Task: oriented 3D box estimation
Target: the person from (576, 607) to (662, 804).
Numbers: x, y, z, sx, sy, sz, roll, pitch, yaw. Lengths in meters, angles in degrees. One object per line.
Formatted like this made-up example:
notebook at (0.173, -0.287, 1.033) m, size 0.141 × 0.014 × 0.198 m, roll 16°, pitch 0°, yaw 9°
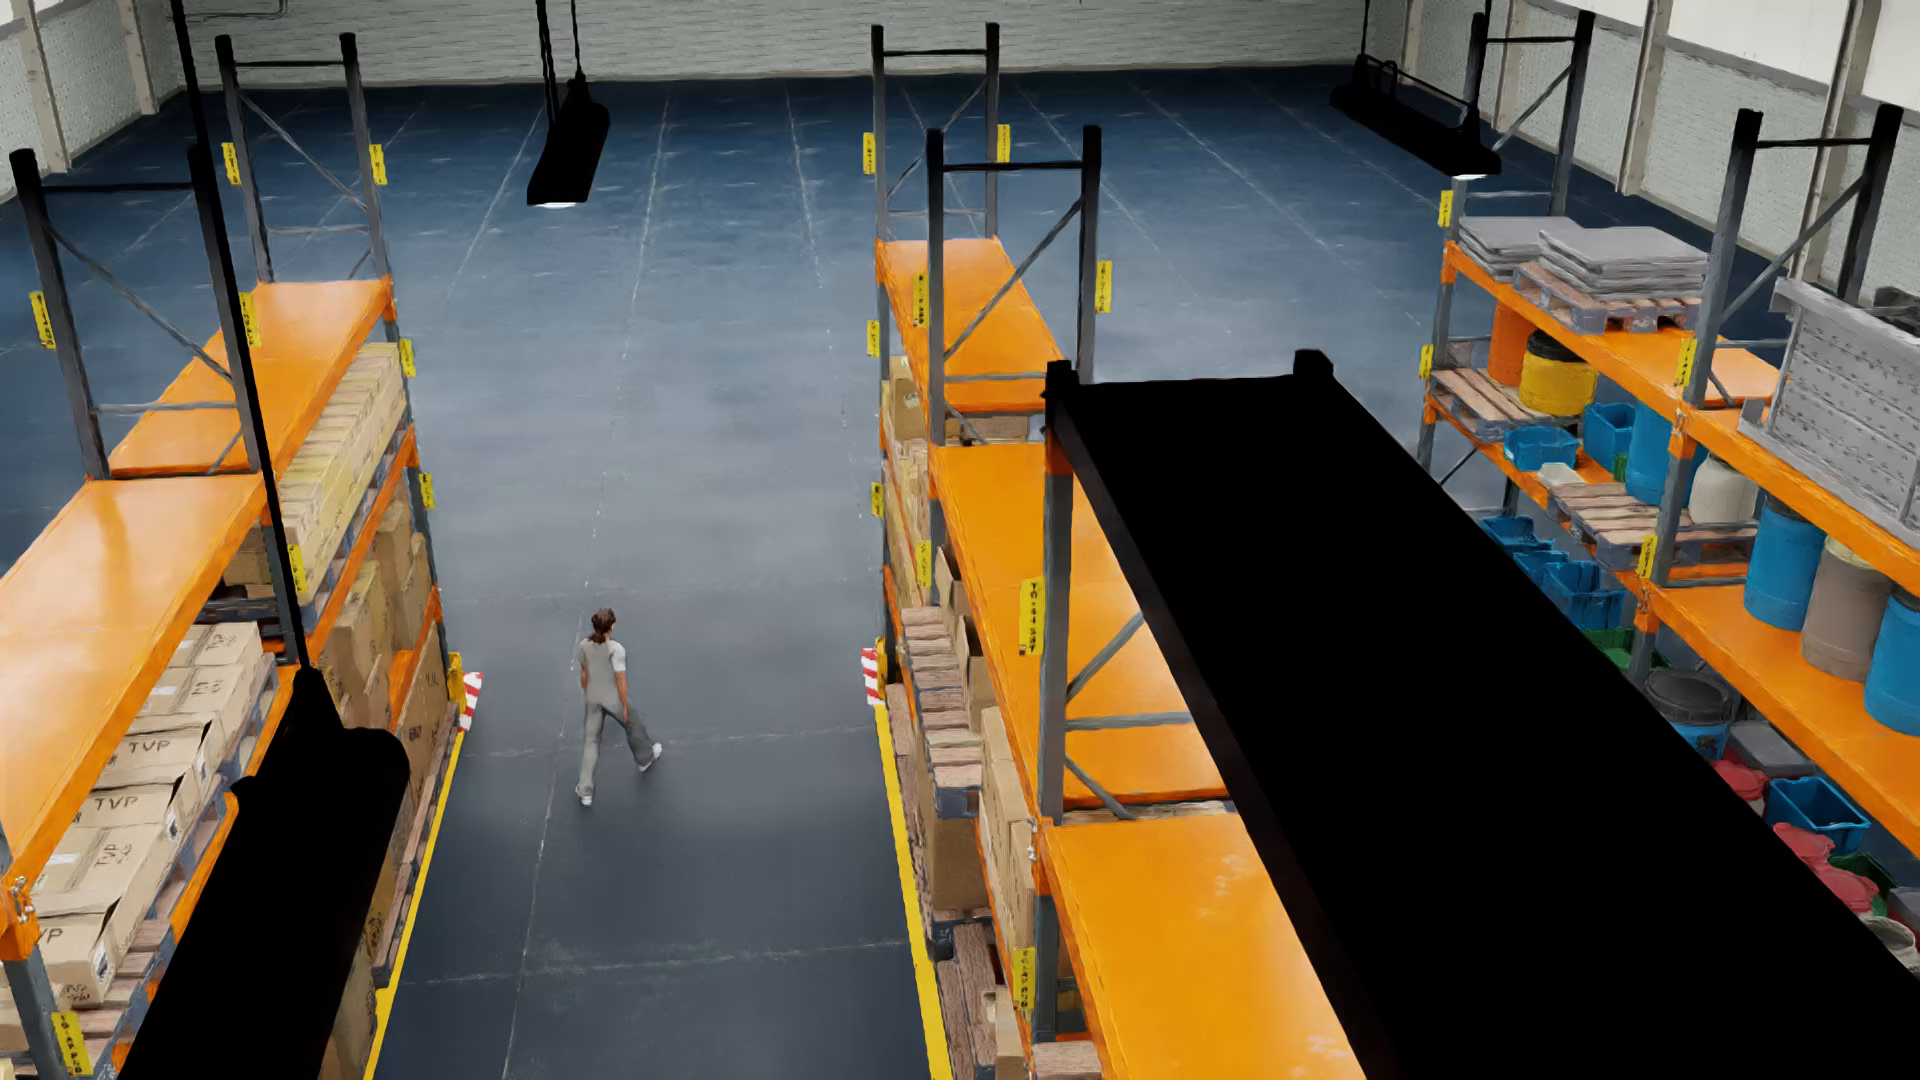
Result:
person at (-2.931, 1.312, 13.875) m, size 0.482 × 1.621 × 0.948 m, roll 7°, pitch 26°, yaw 15°
